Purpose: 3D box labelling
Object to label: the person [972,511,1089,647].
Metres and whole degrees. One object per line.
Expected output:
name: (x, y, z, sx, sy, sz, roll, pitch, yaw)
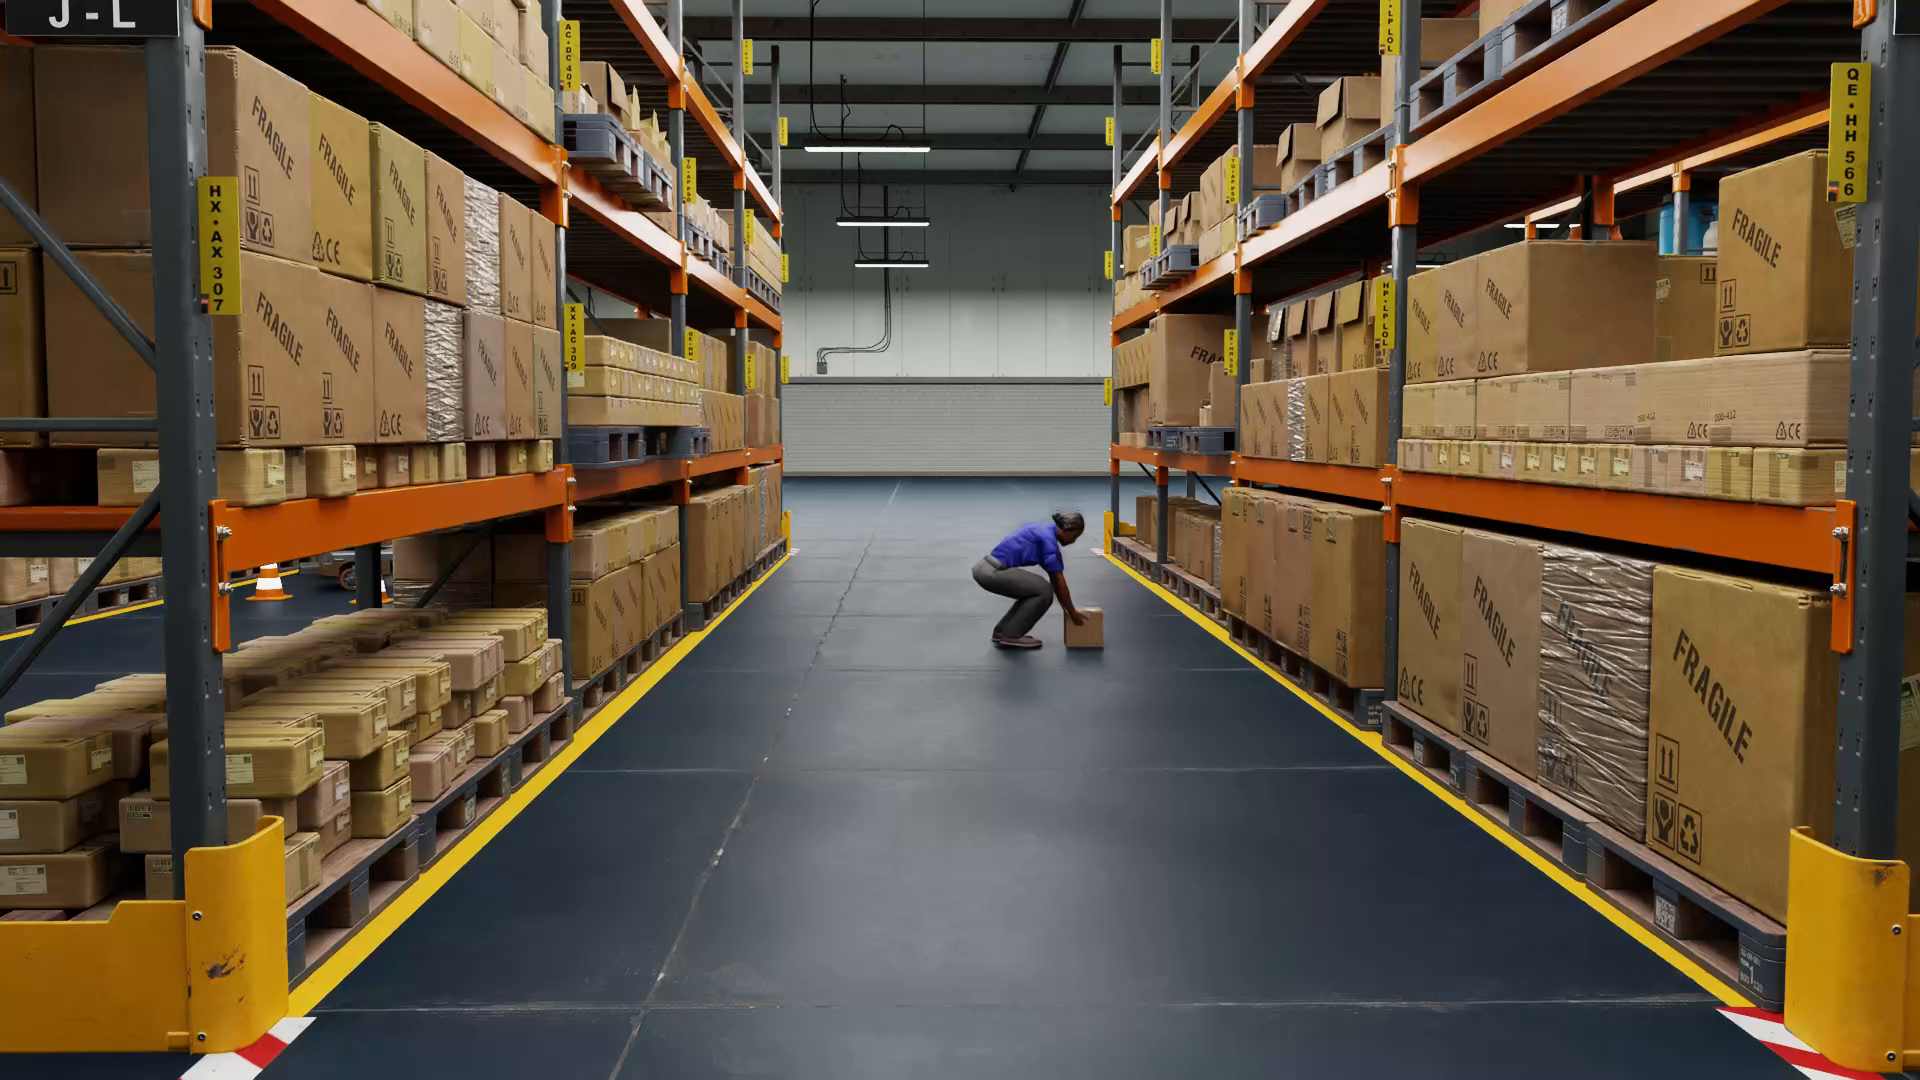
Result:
person: (0.480, 0.268, 11.512, 0.799, 0.932, 0.475, 0, 4, -2)
